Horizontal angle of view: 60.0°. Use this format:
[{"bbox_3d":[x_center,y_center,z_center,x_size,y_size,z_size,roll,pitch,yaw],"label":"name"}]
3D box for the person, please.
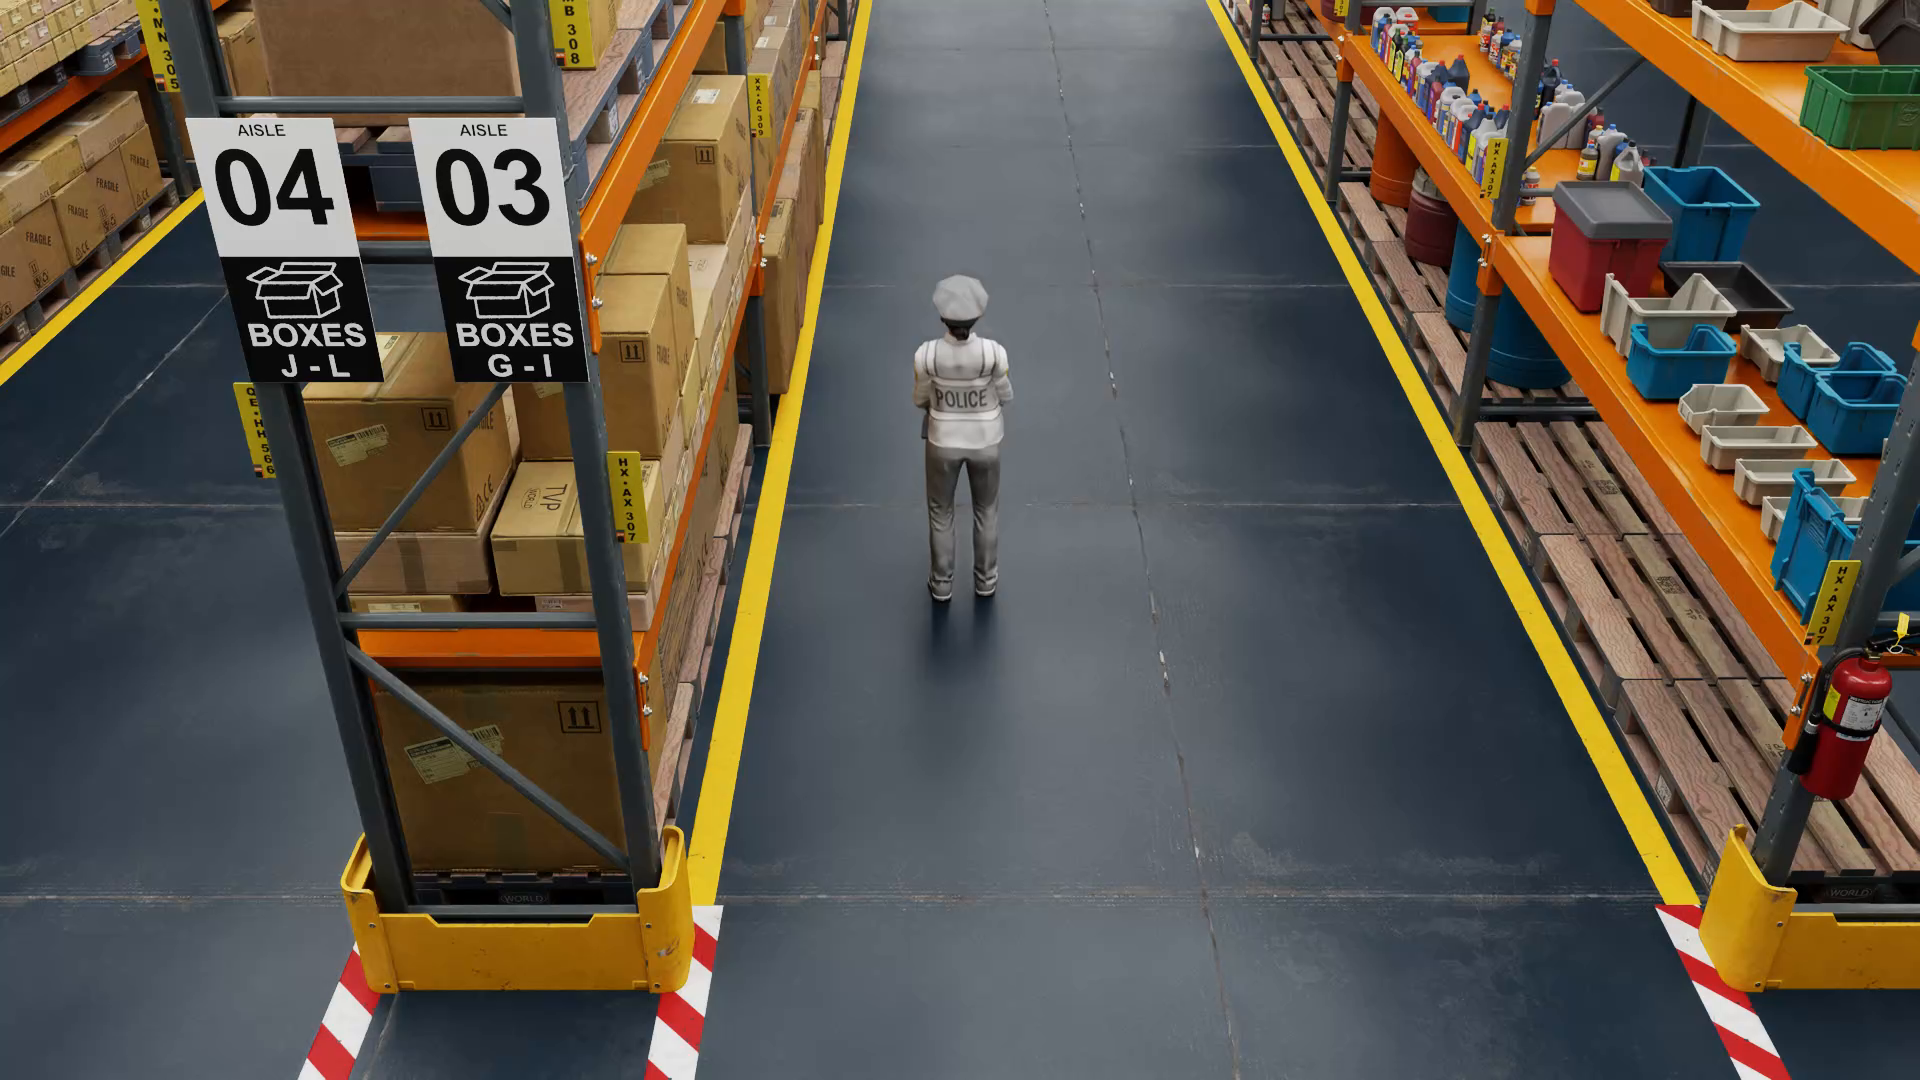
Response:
[{"bbox_3d":[0.011,-0.497,7.910,0.469,1.690,0.550,0,32,0],"label":"person"}]
